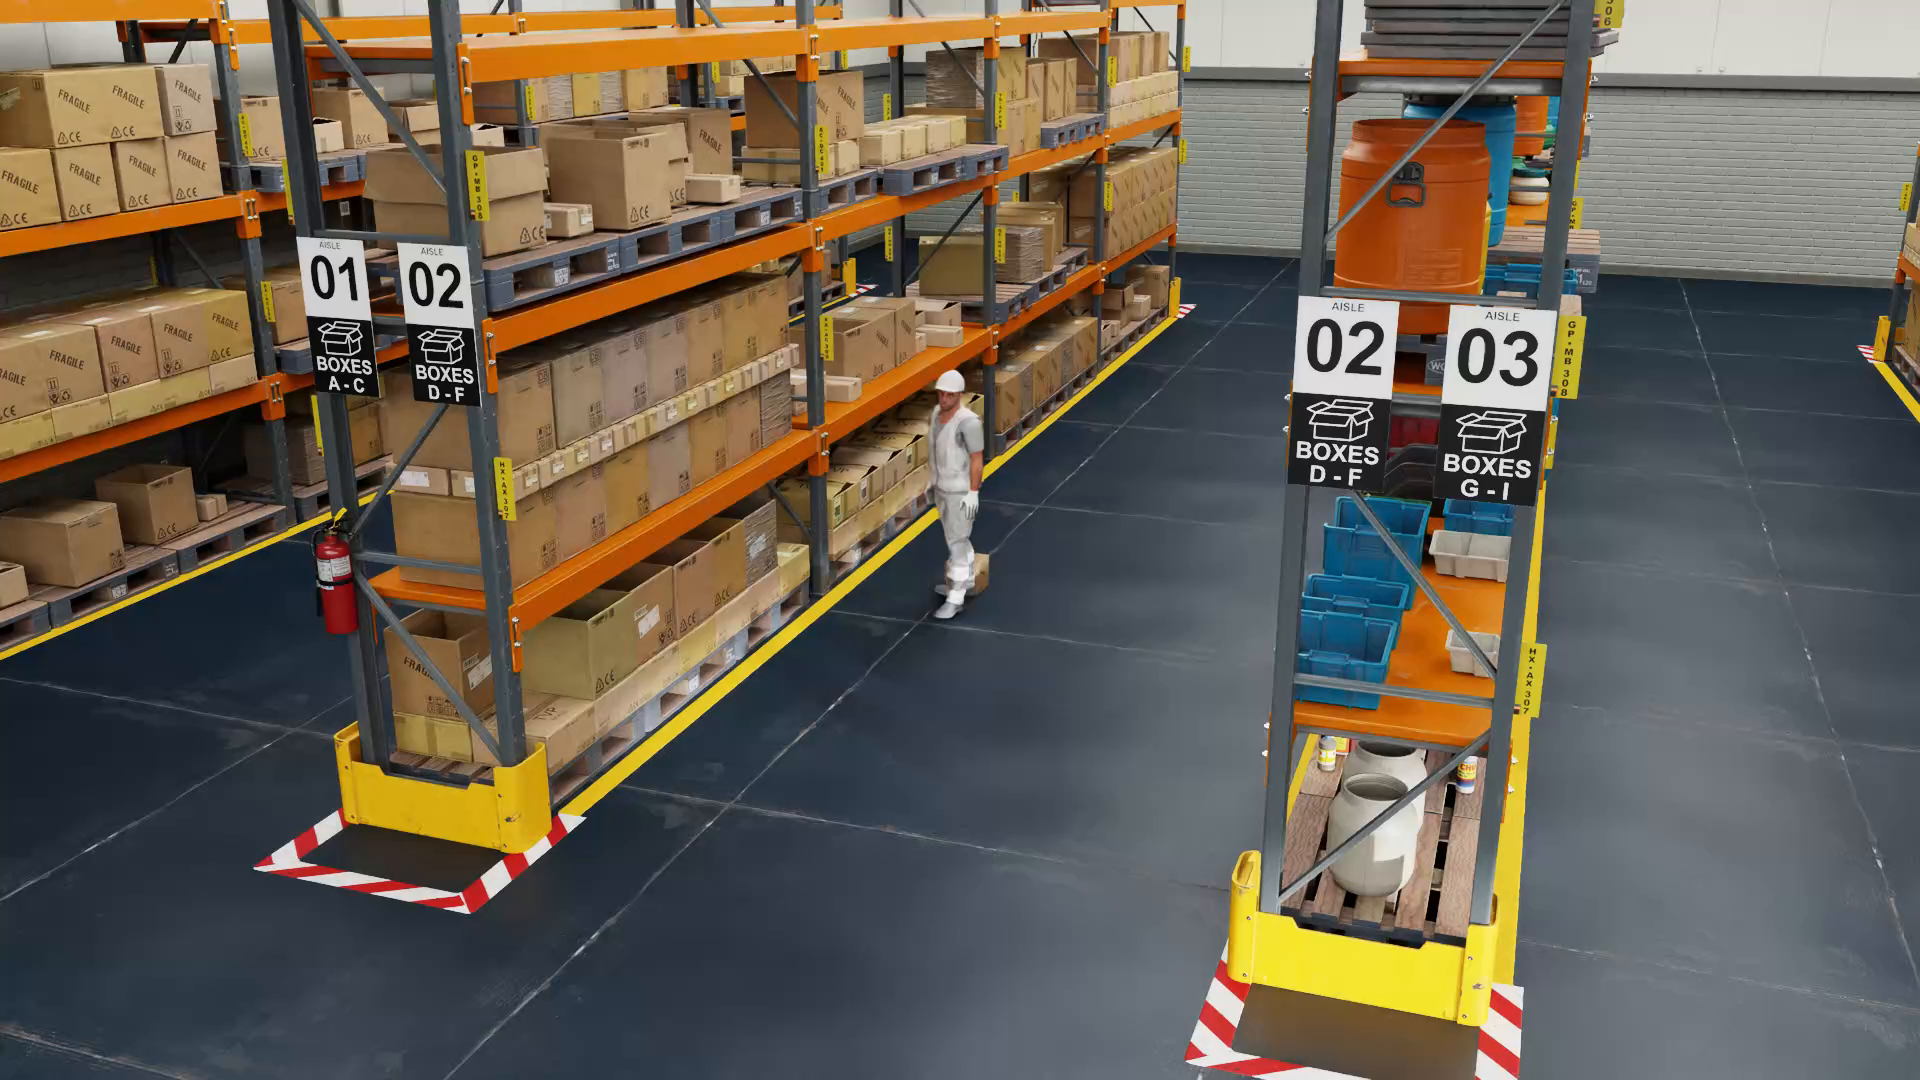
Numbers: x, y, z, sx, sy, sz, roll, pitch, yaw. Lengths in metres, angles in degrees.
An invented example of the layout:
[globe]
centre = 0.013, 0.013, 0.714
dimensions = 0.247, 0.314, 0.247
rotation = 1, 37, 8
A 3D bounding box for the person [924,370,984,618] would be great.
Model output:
[person]
centre = -0.064, -0.360, 12.059
dimensions = 0.530, 1.792, 0.561
rotation = -11, 22, -30
